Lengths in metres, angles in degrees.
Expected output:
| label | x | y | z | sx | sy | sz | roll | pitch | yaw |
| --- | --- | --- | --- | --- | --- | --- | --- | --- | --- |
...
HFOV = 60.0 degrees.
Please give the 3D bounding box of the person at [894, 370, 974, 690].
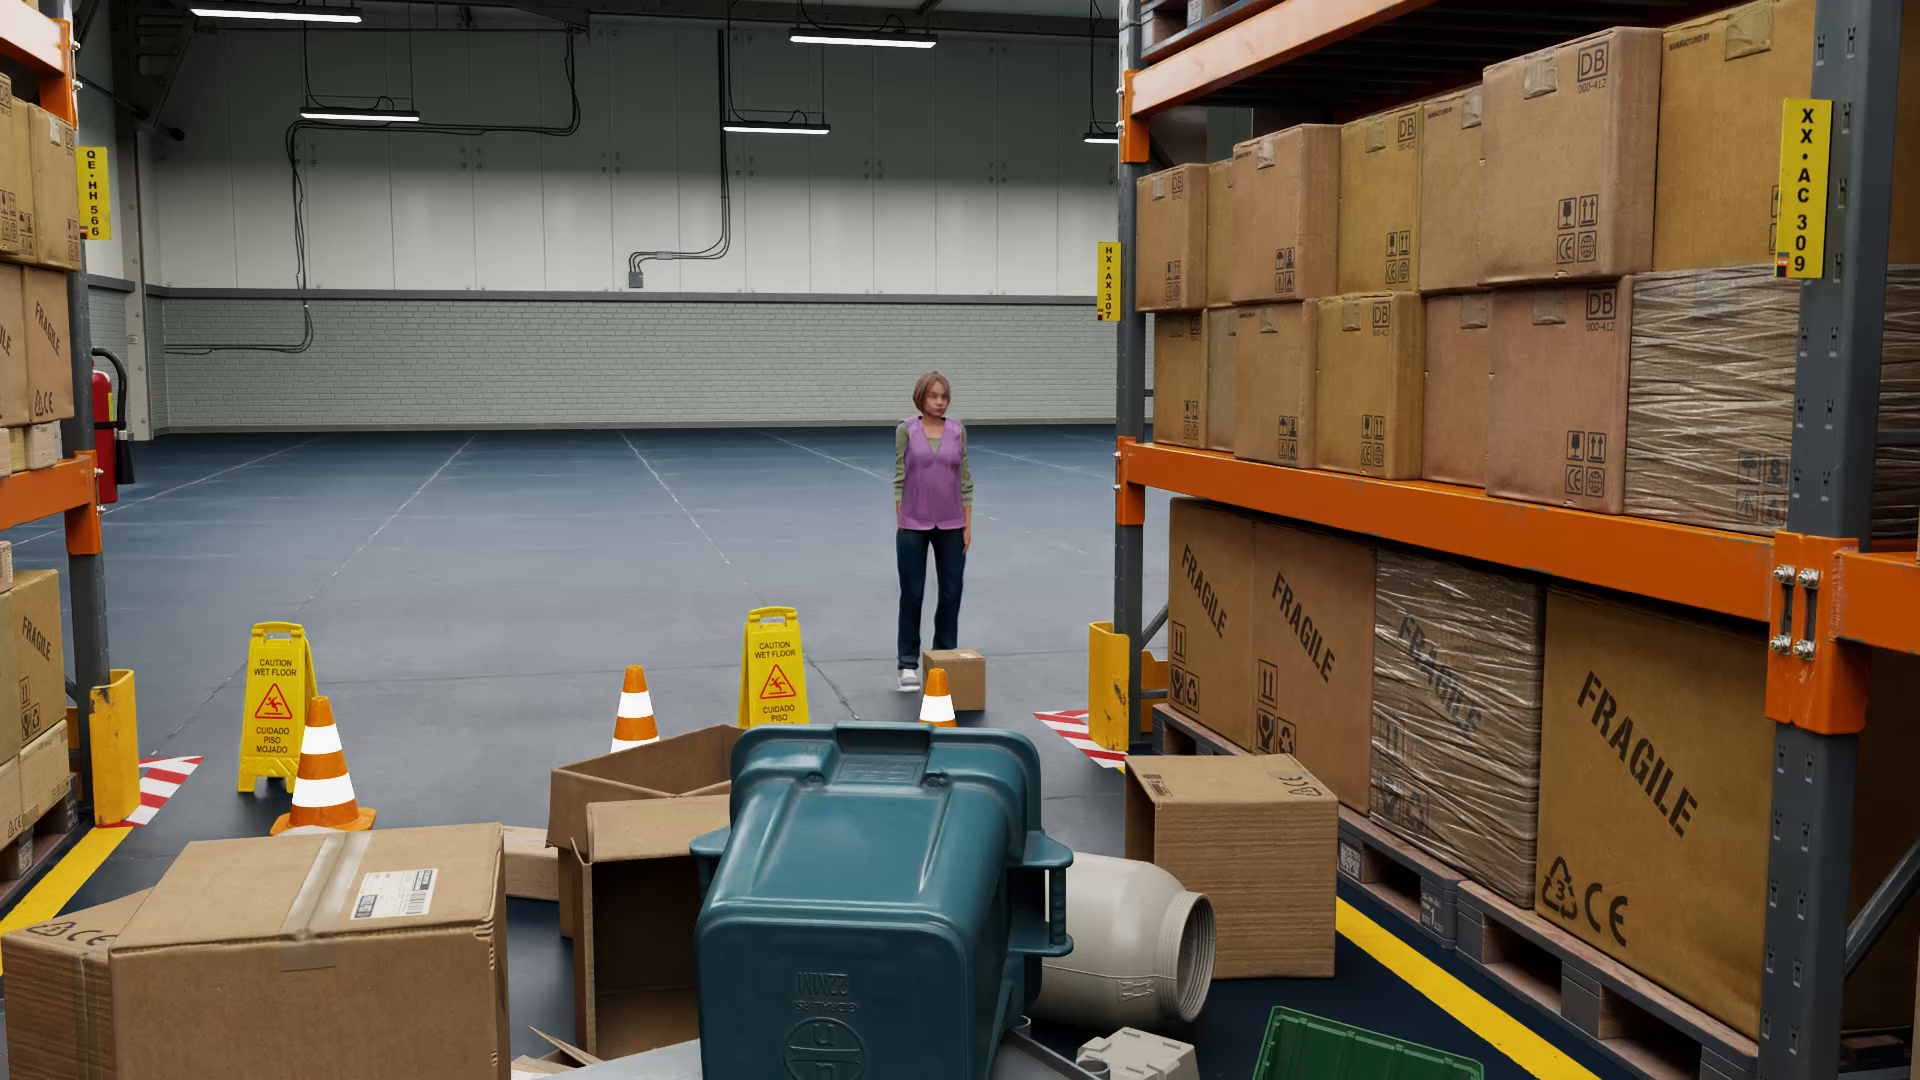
| label | x | y | z | sx | sy | sz | roll | pitch | yaw |
| --- | --- | --- | --- | --- | --- | --- | --- | --- | --- |
| person | -0.130 | -0.047 | 8.332 | 0.406 | 1.597 | 0.310 | -1 | 6 | -12 |
